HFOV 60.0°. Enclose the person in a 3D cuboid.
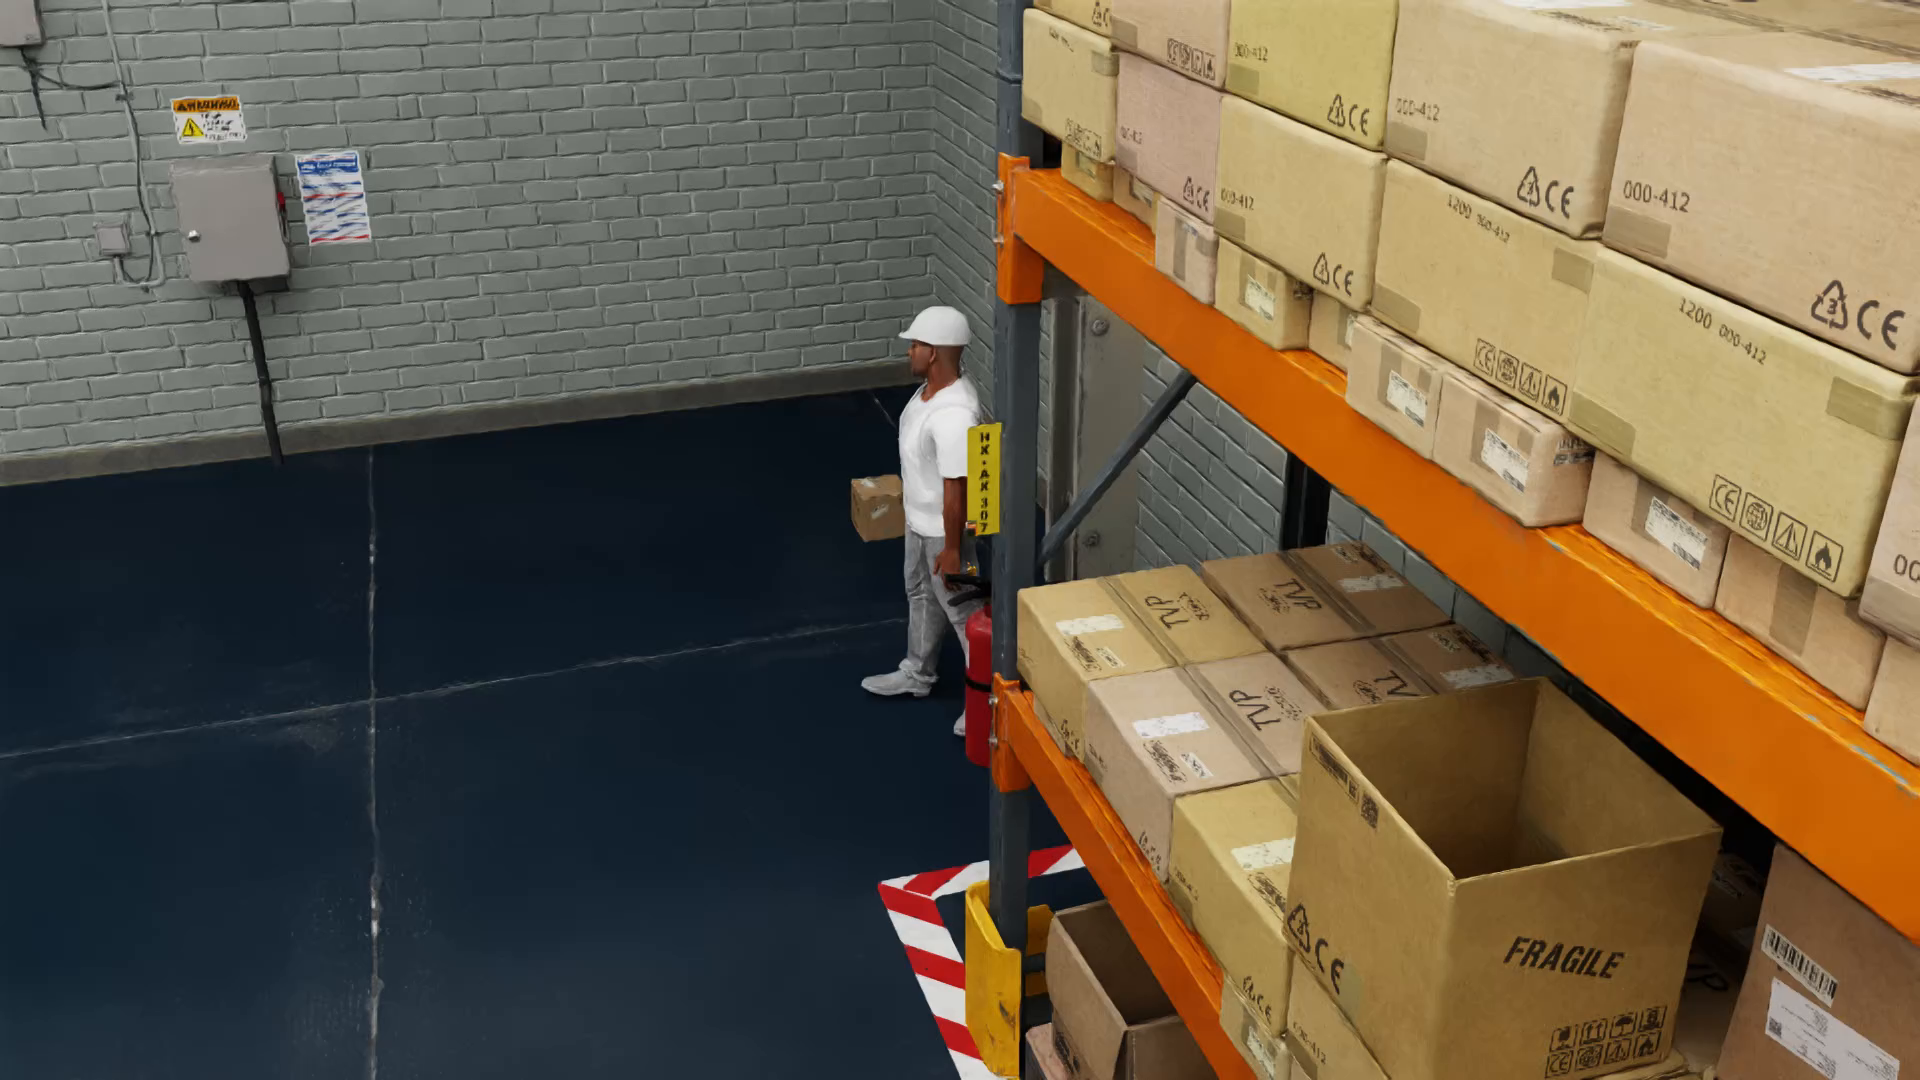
[{"bbox_3d":[-0.121,-0.099,6.763,0.583,1.768,0.724,-5,27,-9],"label":"person"}]
